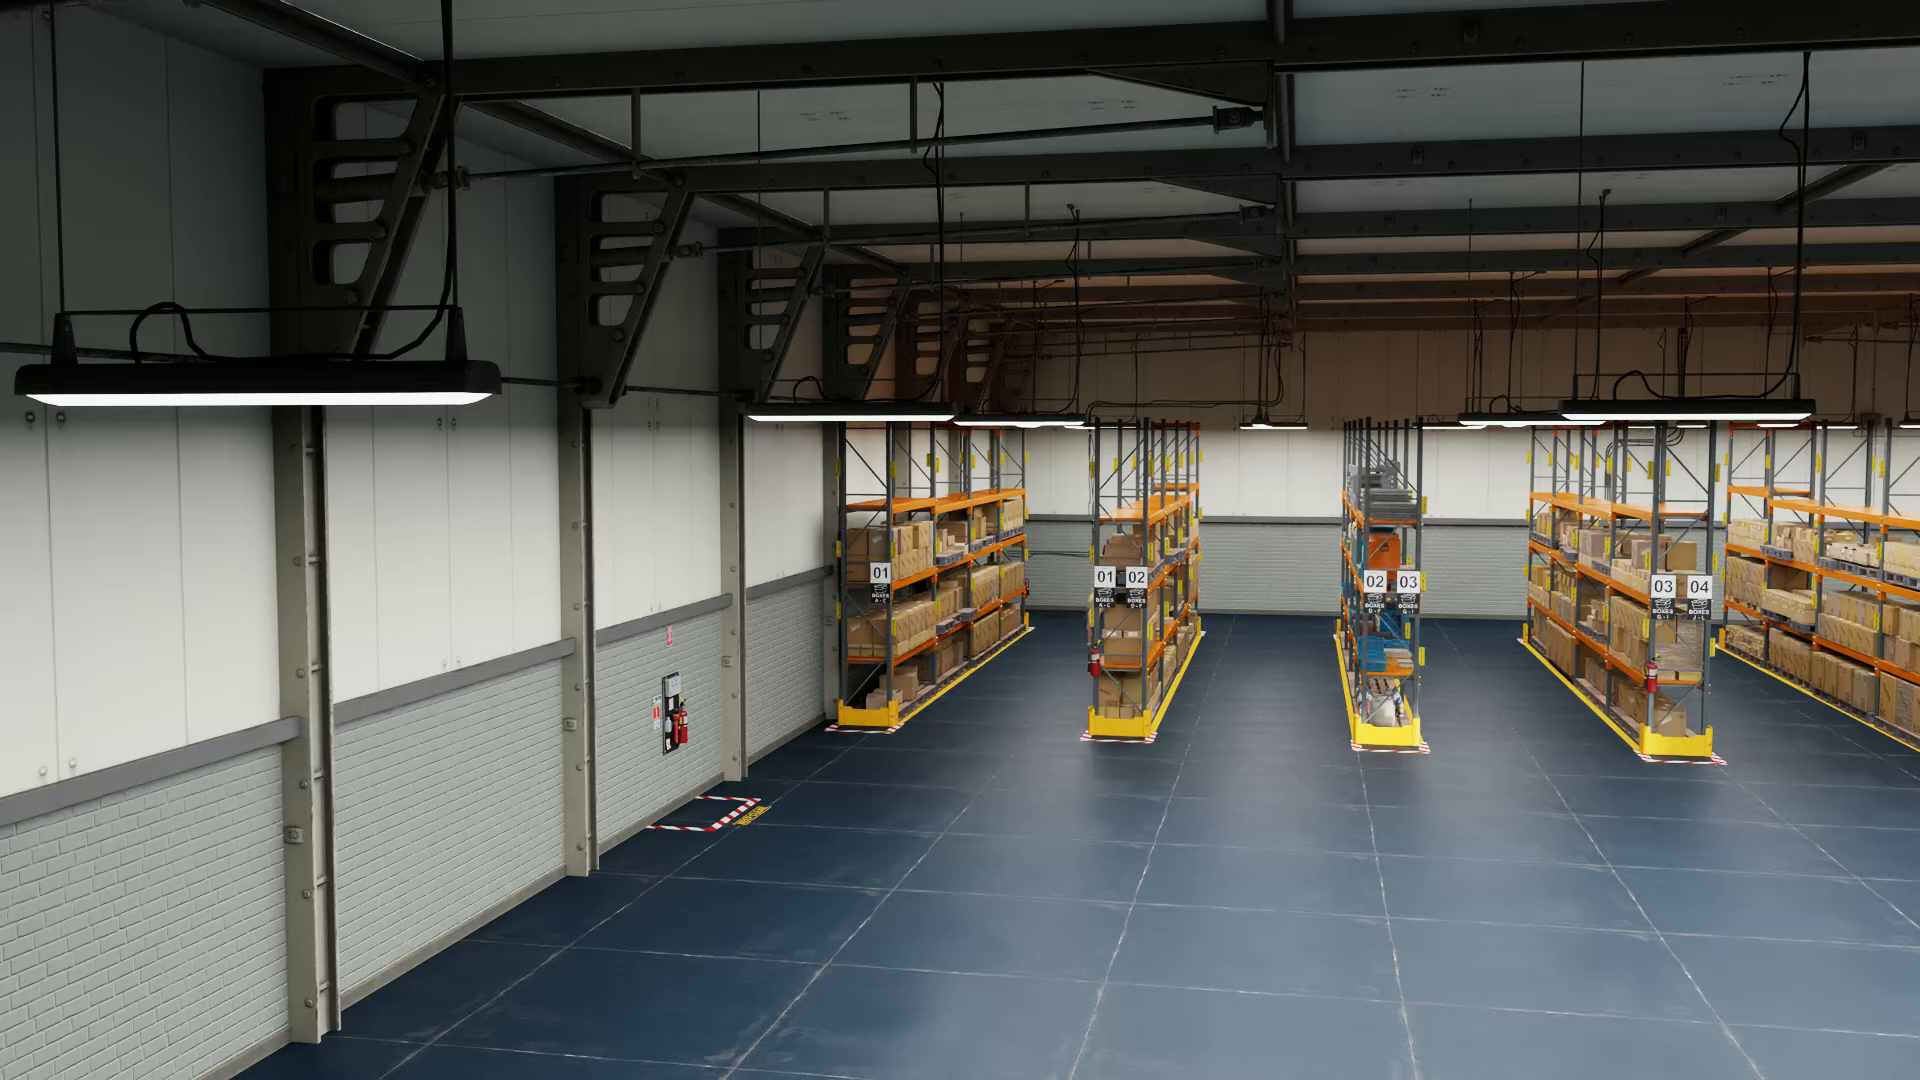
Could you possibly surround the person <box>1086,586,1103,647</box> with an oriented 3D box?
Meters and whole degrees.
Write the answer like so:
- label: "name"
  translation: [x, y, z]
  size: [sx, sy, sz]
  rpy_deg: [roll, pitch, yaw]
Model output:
- label: "person"
  translation: [3.595, 2.019, 44.384]
  size: [0.444, 1.607, 1.041]
  rpy_deg: [1, 4, 10]
